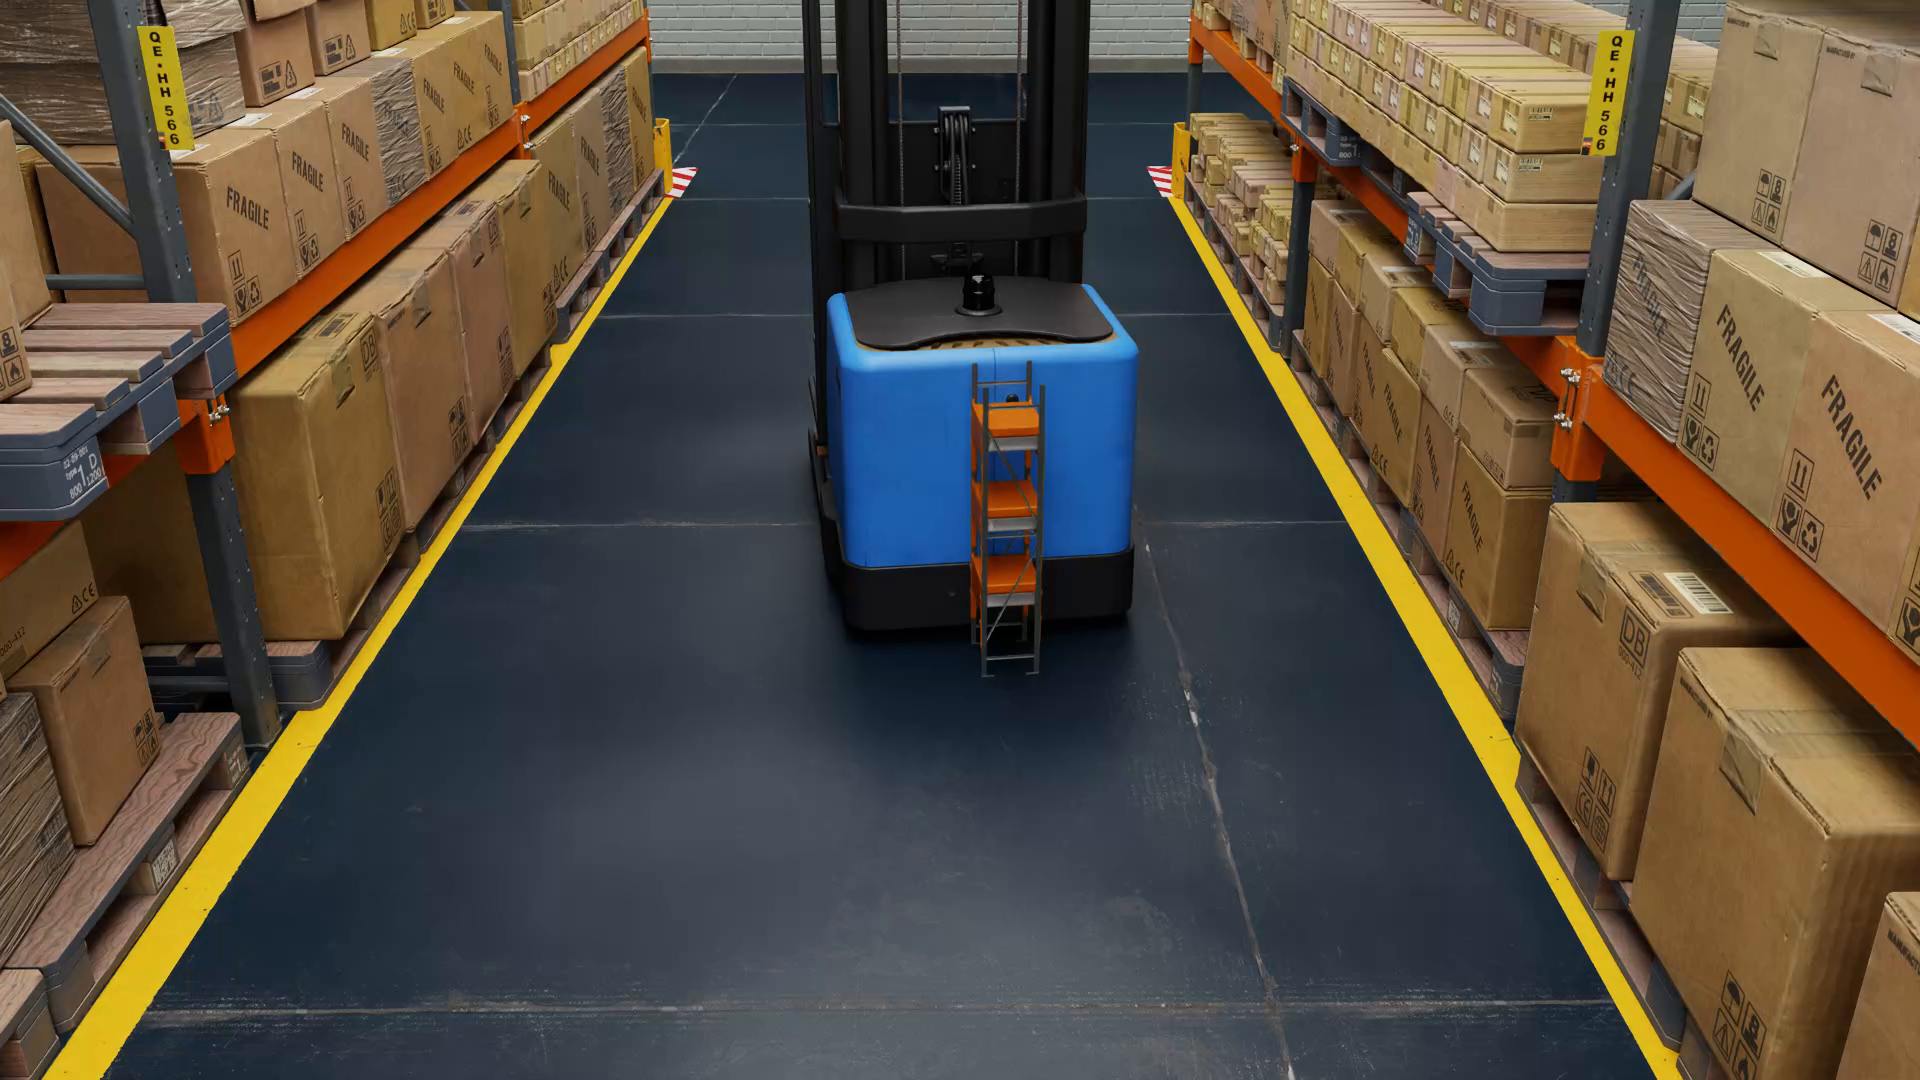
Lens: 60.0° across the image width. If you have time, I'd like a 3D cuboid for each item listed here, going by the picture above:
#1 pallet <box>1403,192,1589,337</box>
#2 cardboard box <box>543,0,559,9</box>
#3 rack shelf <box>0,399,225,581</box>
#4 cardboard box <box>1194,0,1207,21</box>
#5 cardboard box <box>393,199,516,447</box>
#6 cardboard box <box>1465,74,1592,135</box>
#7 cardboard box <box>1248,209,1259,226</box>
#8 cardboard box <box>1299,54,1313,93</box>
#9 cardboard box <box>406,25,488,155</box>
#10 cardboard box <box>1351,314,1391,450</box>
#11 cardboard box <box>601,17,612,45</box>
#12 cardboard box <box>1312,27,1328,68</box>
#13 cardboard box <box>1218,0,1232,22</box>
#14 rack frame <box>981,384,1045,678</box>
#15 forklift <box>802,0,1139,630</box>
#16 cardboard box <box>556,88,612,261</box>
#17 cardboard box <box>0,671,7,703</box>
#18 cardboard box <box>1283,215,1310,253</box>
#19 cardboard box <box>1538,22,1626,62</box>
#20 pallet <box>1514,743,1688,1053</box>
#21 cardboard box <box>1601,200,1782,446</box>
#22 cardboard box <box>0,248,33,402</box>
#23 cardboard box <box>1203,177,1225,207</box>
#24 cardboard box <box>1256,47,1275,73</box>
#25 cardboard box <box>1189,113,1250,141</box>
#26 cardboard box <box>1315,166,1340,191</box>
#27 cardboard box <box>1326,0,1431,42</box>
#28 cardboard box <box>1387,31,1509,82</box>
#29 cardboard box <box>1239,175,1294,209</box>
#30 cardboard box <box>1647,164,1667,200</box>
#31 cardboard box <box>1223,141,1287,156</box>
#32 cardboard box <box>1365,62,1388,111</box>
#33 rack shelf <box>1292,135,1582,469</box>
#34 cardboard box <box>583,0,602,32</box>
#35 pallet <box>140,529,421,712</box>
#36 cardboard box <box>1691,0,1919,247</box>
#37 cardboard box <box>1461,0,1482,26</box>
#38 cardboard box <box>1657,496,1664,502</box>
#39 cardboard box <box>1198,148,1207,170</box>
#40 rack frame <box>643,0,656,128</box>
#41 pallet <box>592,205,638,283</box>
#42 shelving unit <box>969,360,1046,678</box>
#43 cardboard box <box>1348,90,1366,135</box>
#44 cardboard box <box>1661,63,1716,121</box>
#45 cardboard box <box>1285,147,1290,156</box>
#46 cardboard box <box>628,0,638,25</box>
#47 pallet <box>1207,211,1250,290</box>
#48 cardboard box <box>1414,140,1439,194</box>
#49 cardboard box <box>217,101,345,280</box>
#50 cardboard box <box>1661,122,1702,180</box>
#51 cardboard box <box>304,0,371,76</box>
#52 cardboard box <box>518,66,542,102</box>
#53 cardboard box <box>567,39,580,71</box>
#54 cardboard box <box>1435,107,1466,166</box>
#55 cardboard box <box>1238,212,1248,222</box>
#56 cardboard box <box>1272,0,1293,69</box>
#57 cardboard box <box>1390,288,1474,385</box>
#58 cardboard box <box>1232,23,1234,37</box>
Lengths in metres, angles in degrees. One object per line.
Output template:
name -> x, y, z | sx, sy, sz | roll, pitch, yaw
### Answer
pallet -> 2.155, -0.908, 5.350 | 1.213, 0.211, 1.003 | 0, 24, -1
cardboard box -> -2.482, -3.180, 9.052 | 0.500, 0.500, 0.500 | 0, 24, -1
rack shelf -> -2.670, 0.430, 3.031 | 1.077, 0.370, 4.000 | 0, 24, -1
cardboard box -> 1.858, -3.749, 11.705 | 0.380, 0.149, 0.250 | 0, 24, -1
cardboard box -> -2.698, -0.961, 7.304 | 1.225, 0.875, 0.875 | -1, 24, -2
cardboard box -> 1.805, -1.354, 5.176 | 0.380, 0.149, 0.250 | -1, 24, -1
cardboard box -> 1.941, -1.937, 9.982 | 0.380, 0.149, 0.250 | 0, 24, 1
cardboard box -> 1.779, -2.149, 7.656 | 0.380, 0.149, 0.250 | 0, 24, 0
cardboard box -> -2.458, -2.020, 7.455 | 0.500, 0.500, 0.500 | 0, 24, 1
cardboard box -> 1.995, -0.663, 7.101 | 0.500, 0.500, 0.500 | 0, 24, 0
cardboard box -> -2.430, -3.231, 10.558 | 0.380, 0.149, 0.250 | 0, 24, 0
cardboard box -> 1.778, -2.185, 7.376 | 0.380, 0.149, 0.250 | 0, 24, 1
cardboard box -> 1.935, -3.571, 10.524 | 0.500, 0.500, 0.500 | 0, 24, 0
rack frame -> 0.172, -0.012, 5.502 | 0.200, 1.050, 0.008 | -3, 25, -7
forklift -> -0.085, -1.592, 6.714 | 1.130, 2.935, 3.031 | -3, 25, -7
cardboard box -> -2.672, -2.236, 10.123 | 0.875, 0.875, 0.875 | 0, 24, -1
cardboard box -> -2.638, 0.370, 3.882 | 0.500, 0.250, 0.500 | 2, 24, 5
cardboard box -> 1.961, -1.659, 9.007 | 0.380, 0.149, 0.250 | 0, 24, 1
cardboard box -> 2.443, -1.886, 6.353 | 0.380, 0.149, 0.250 | -1, 24, -1
pallet -> 2.203, 0.894, 4.518 | 1.003, 0.211, 1.213 | 0, 24, -1
cardboard box -> 2.004, -0.562, 4.230 | 0.500, 0.500, 0.500 | 0, 24, 0
cardboard box -> -2.540, -0.507, 3.599 | 0.700, 0.500, 0.500 | 3, 25, 7
cardboard box -> 1.855, -2.358, 11.274 | 0.380, 0.149, 0.250 | 0, 24, 0
cardboard box -> 1.922, -2.787, 9.577 | 0.380, 0.149, 0.250 | -1, 24, -3
cardboard box -> 1.848, -2.945, 11.849 | 0.380, 0.149, 0.250 | -1, 24, -3
cardboard box -> 2.401, -2.199, 10.200 | 0.380, 0.149, 0.250 | -1, 24, -3
cardboard box -> 1.780, -2.211, 7.071 | 0.380, 0.149, 0.250 | -1, 24, -1
cardboard box -> 1.794, -1.783, 6.125 | 0.380, 0.149, 0.250 | 1, 24, 2
cardboard box -> 1.889, -2.085, 9.949 | 0.380, 0.149, 0.250 | -1, 24, -3
cardboard box -> 2.460, -1.186, 5.528 | 0.380, 0.149, 0.250 | 1, 24, 2
cardboard box -> 1.925, -2.511, 10.890 | 0.380, 0.149, 0.250 | 1, 24, 2
cardboard box -> 1.789, -1.754, 6.423 | 0.380, 0.149, 0.250 | -1, 24, -2
rack shelf -> 2.247, -1.199, 6.633 | 1.077, 0.370, 4.000 | 0, 24, -1
cardboard box -> -2.488, -3.253, 10.124 | 0.500, 0.250, 0.500 | 0, 24, 0
pallet -> -2.625, 0.224, 5.999 | 1.003, 0.211, 1.213 | 0, 24, -1
cardboard box -> 2.264, -1.018, 4.027 | 0.700, 0.500, 0.500 | 0, 24, -1
cardboard box -> 2.430, -2.317, 7.306 | 0.380, 0.149, 0.250 | -1, 24, -2
cardboard box -> 2.517, -0.047, 5.738 | 0.500, 0.500, 0.500 | -1, 24, -3
cardboard box -> 1.878, -2.696, 11.661 | 0.380, 0.149, 0.250 | 0, 24, -1
rack frame -> -2.779, -4.018, 11.994 | 1.000, 3.000, 0.127 | 0, 24, -1
pallet -> -2.681, -1.917, 10.732 | 1.003, 0.211, 1.213 | 0, 24, -1
shelving unit -> 0.156, -0.062, 5.612 | 0.215, 1.050, 0.252 | -3, 25, -7
cardboard box -> 1.790, -1.725, 6.719 | 0.380, 0.149, 0.250 | -1, 24, -2
cardboard box -> 2.454, -1.453, 5.397 | 0.380, 0.149, 0.250 | 0, 24, -1
cardboard box -> 2.422, -2.702, 11.674 | 0.380, 0.149, 0.250 | -1, 24, -2
cardboard box -> -2.441, -3.651, 11.488 | 0.380, 0.149, 0.250 | 0, 24, 0
pallet -> 2.167, -1.860, 10.607 | 1.003, 0.211, 1.213 | 0, 24, -1
cardboard box -> 1.801, -1.291, 5.760 | 0.380, 0.149, 0.250 | -1, 24, -1
cardboard box -> -2.433, -1.181, 5.600 | 0.500, 0.500, 0.500 | -1, 24, -2
cardboard box -> 2.460, -1.226, 5.256 | 0.380, 0.149, 0.250 | 1, 24, 2
cardboard box -> -2.702, -2.070, 6.349 | 0.797, 0.503, 0.637 | 1, 24, 1
cardboard box -> -2.406, -2.379, 8.674 | 0.380, 0.149, 0.250 | 0, 24, 0
cardboard box -> -2.420, -2.809, 9.626 | 0.380, 0.149, 0.250 | -1, 24, -1
cardboard box -> 1.798, -1.335, 5.495 | 0.380, 0.149, 0.250 | 0, 24, 1
cardboard box -> 1.934, -1.937, 10.343 | 0.380, 0.149, 0.250 | 0, 24, 0
cardboard box -> 1.938, -2.730, 8.663 | 0.500, 0.500, 0.500 | 0, 24, 0
cardboard box -> 1.993, -0.794, 6.480 | 0.500, 0.250, 0.500 | 0, 24, 1
cardboard box -> 1.970, -3.315, 10.745 | 0.380, 0.149, 0.250 | 0, 24, -1
